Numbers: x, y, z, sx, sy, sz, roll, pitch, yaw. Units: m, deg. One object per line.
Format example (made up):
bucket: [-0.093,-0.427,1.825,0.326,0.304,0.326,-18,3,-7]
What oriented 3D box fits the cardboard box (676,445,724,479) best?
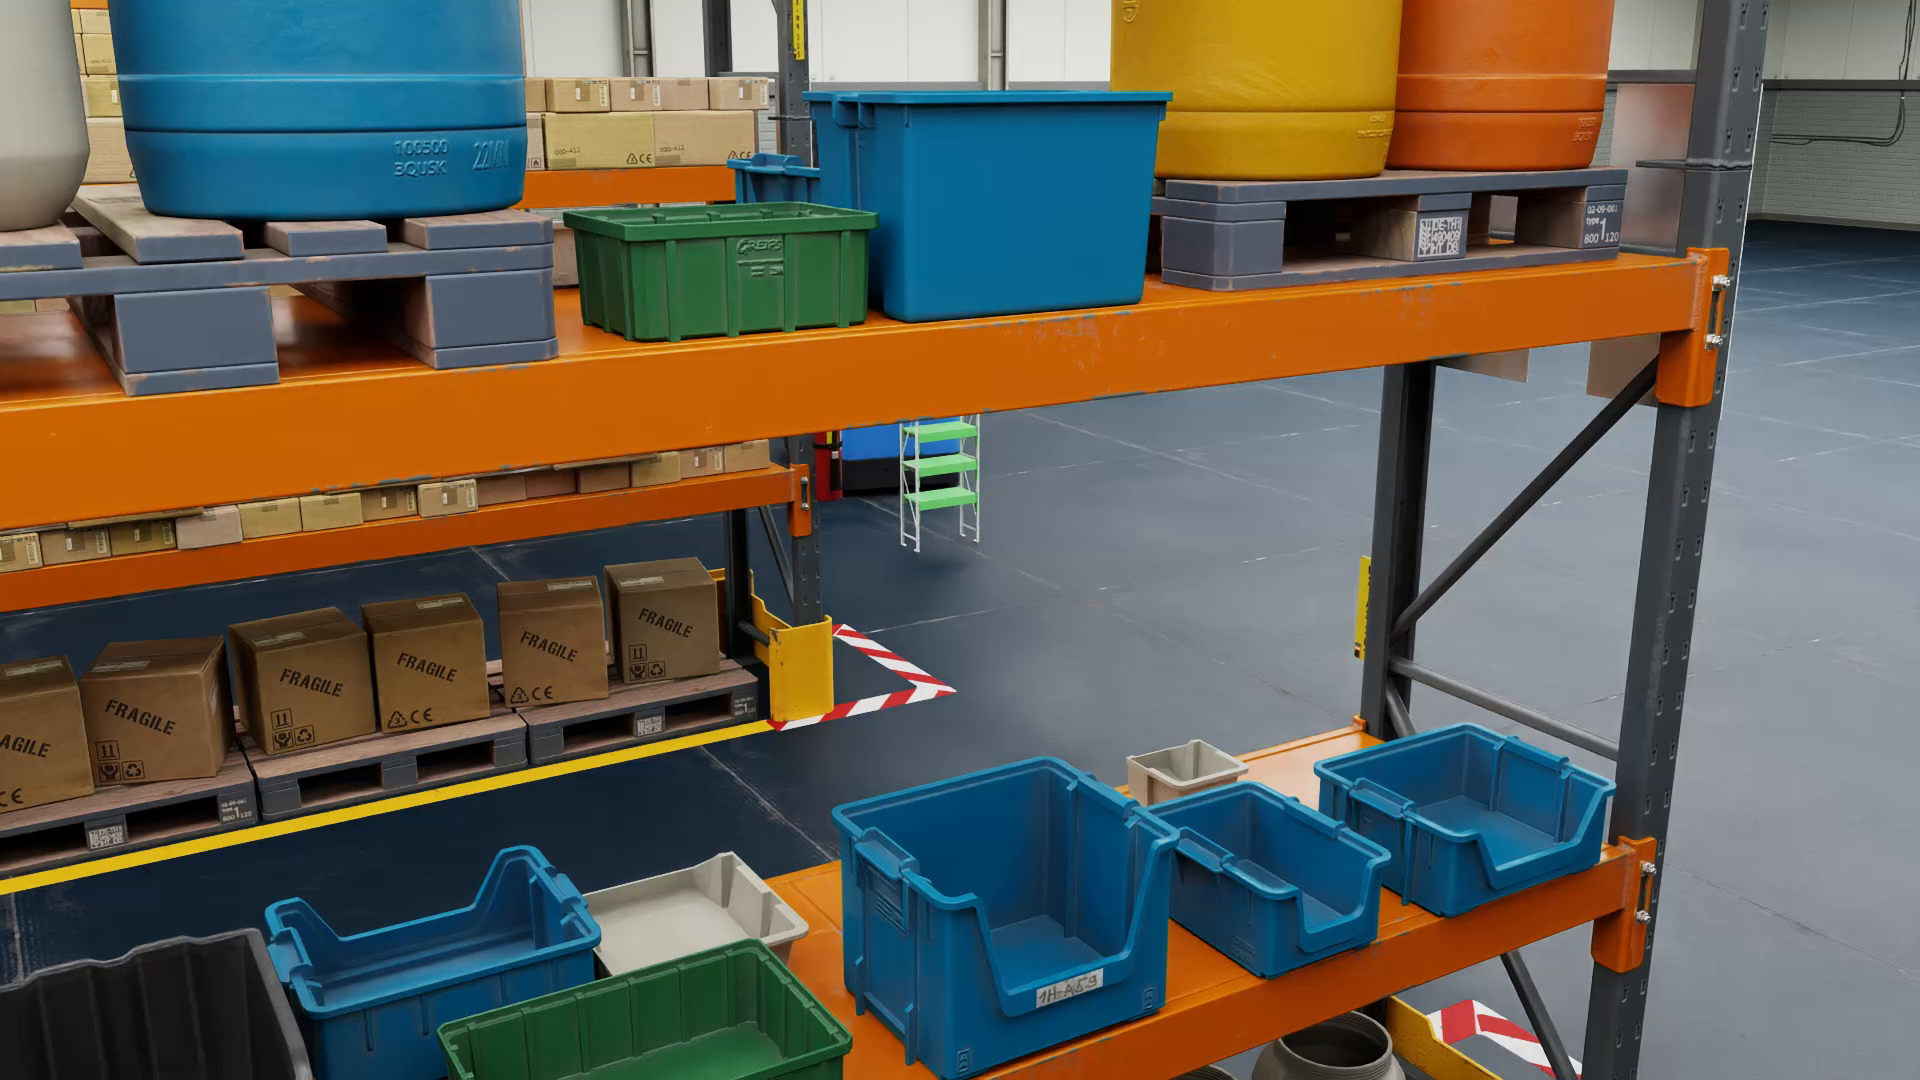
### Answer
cardboard box: [-1.375,-0.426,8.337,0.250,0.149,0.380,-9,18,-30]

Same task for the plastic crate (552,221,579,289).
plastic crate: [-0.732,-0.601,3.427,0.396,0.136,0.243,-9,18,-30]

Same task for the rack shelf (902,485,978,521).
rack shelf: [-0.142,-0.262,11.748,0.480,0.148,0.258,-9,18,-30]

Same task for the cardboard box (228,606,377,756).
cardboard box: [-3.109,0.656,7.864,0.500,0.500,0.500,-11,19,-35]

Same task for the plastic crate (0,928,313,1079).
plastic crate: [-1.386,1.020,2.830,0.504,0.338,0.767,-9,18,-30]

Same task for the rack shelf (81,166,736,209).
rack shelf: [-2.736,-1.489,7.439,4.000,0.370,1.077,-9,18,-30]

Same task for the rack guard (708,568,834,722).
rack guard: [-1.087,0.545,9.038,0.348,0.500,1.175,-9,18,-30]

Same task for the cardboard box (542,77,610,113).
cardboard box: [-1.764,-2.009,7.502,0.250,0.149,0.380,-9,18,-29]

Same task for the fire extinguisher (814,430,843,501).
fire extinguisher: [-0.687,-0.541,8.425,0.183,0.674,0.296,-9,18,-30]

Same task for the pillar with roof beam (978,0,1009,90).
pillar with roof beam: [2.757,-7.782,22.999,0.400,9.000,9.100,-9,18,-30]

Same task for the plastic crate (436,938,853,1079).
plastic crate: [-0.591,1.012,3.136,0.662,0.188,0.450,-9,18,-30]

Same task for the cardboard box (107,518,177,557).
cardboard box: [-3.481,-0.062,7.039,0.250,0.149,0.380,-9,18,-30]

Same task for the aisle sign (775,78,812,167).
aisle sign: [-0.814,-1.860,8.171,0.004,0.787,0.394,-9,18,-30]

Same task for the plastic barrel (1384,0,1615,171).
plastic barrel: [1.178,-1.279,3.785,0.708,0.830,0.600,-9,18,-30]

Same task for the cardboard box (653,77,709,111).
cardboard box: [-1.383,-2.113,7.872,0.250,0.149,0.380,-10,18,-32]

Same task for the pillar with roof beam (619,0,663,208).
pillar with roof beam: [-2.386,-6.948,20.024,0.400,9.000,9.100,-9,18,-30]

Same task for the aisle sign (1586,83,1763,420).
aisle sign: [1.743,-0.716,4.090,0.004,0.787,0.394,-9,18,-30]

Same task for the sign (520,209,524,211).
sign: [-3.222,-2.375,12.239,0.005,0.325,0.100,-9,18,-30]

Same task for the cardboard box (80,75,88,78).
cardboard box: [-5.781,-2.926,10.734,0.250,0.149,0.380,-10,18,-31]

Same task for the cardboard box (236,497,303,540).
cardboard box: [-3.053,-0.132,7.287,0.250,0.149,0.380,-9,18,-30]

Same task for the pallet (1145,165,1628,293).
pallet: [0.769,-0.784,3.942,1.213,0.211,1.003,-9,18,-30]

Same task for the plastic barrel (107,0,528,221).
plastic barrel: [-0.992,-0.968,2.543,0.708,0.901,0.600,-9,18,-30]

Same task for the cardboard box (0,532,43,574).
cardboard box: [-3.891,0.016,6.760,0.250,0.149,0.380,-9,18,-30]

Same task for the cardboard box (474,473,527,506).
cardboard box: [-2.223,-0.283,7.827,0.250,0.149,0.380,-9,18,-30]

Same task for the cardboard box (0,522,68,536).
cardboard box: [-4.033,-0.352,6.873,0.500,0.500,0.875,-9,18,-30]

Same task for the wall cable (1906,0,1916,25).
wall cable: [20.569,-11.694,33.353,0.112,2.526,3.097,-9,18,-30]

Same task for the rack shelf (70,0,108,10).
rack shelf: [-10.400,-6.181,19.363,4.000,0.370,1.077,-9,18,-30]

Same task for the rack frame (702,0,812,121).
rack frame: [-1.022,-3.557,7.929,0.127,3.000,1.000,-9,18,-30]

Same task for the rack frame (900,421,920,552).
rack frame: [-0.351,-0.521,11.545,0.015,1.200,0.240,-9,18,-30]

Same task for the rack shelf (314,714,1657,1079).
rack shelf: [-0.186,1.102,3.756,4.000,0.370,1.077,-9,18,-30]

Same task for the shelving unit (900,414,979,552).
shelving unit: [-0.142,-0.555,11.666,0.503,1.200,0.258,-9,18,-30]

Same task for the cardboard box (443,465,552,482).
cardboard box: [-2.325,-0.633,7.875,0.500,0.500,0.875,-9,18,-30]

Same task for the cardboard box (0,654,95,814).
cardboard box: [-4.087,0.842,7.201,0.500,0.500,0.500,-10,18,-31]

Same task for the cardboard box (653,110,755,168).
cardboard box: [-1.304,-1.915,7.905,0.500,0.250,0.500,-9,18,-28]

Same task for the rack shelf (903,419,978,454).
rack shelf: [-0.142,-0.724,11.618,0.480,0.148,0.258,-9,18,-30]

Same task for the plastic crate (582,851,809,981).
plastic crate: [-0.639,0.876,3.717,0.437,0.136,0.530,-9,18,-30]

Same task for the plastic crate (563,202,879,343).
plastic crate: [-0.407,-0.465,2.848,0.450,0.188,0.336,-9,18,-30]

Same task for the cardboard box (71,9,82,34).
cardboard box: [-5.779,-3.310,10.629,0.250,0.149,0.380,-10,18,-31]

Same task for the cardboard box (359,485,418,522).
cardboard box: [-2.642,-0.209,7.563,0.250,0.149,0.380,-9,18,-30]

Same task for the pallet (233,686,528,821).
pallet: [-2.846,0.958,8.102,1.213,0.211,1.003,-9,18,-30]

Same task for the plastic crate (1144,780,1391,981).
plastic crate: [0.694,0.776,3.858,0.408,0.251,0.499,-9,18,-30]

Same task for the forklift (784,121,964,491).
forklift: [-0.909,-2.154,14.163,1.130,2.935,3.031,-5,16,-17]

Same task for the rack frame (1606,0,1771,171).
rack frame: [1.529,-2.412,3.841,0.127,3.000,1.000,-9,18,-30]

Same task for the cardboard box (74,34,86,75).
cardboard box: [-5.924,-3.114,10.667,0.500,0.250,0.500,-9,18,-30]

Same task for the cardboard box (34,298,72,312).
cardboard box: [-3.506,-0.859,6.829,0.500,0.500,0.500,-9,18,-30]

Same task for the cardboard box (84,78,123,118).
cardboard box: [-3.388,-1.780,6.686,0.250,0.149,0.380,-9,18,-28]

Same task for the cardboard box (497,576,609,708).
cardboard box: [-2.061,0.507,8.399,0.500,0.500,0.500,-4,16,-15]

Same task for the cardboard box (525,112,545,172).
cardboard box: [-2.175,-1.776,7.408,0.500,0.250,0.500,-9,18,-28]

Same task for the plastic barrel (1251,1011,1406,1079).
plastic barrel: [1.004,1.582,4.540,0.421,0.512,0.421,0,16,0]

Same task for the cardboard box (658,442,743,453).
cardboard box: [-1.508,-0.790,8.435,0.500,0.500,0.875,-9,18,-30]

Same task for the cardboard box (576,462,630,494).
cardboard box: [-1.785,-0.348,8.059,0.250,0.149,0.380,-9,18,-30]

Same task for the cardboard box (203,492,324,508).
cardboard box: [-3.210,-0.507,7.423,0.500,0.500,0.875,-9,18,-30]
